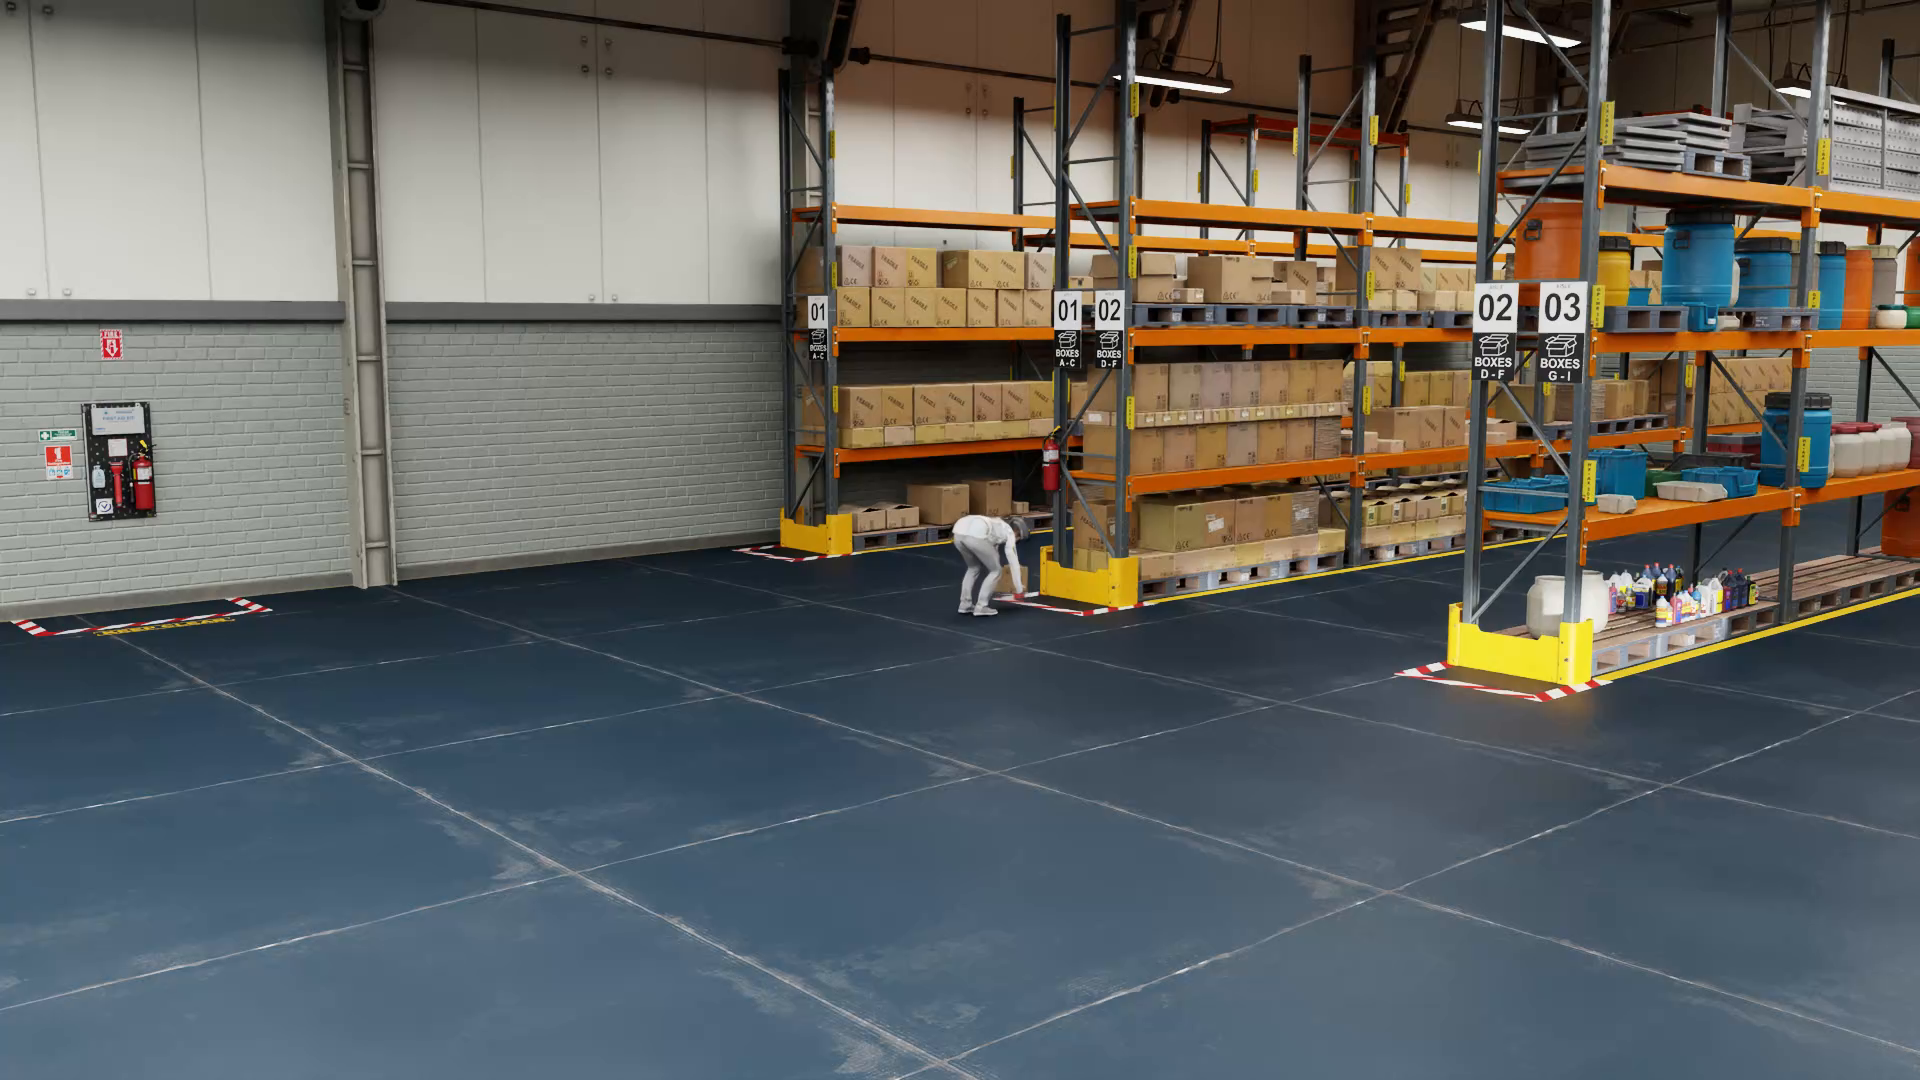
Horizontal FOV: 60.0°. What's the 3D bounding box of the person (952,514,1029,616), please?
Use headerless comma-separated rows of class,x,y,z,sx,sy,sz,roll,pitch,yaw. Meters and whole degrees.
person,0.321,0.228,16.628,0.912,0.995,0.437,-7,10,-43
